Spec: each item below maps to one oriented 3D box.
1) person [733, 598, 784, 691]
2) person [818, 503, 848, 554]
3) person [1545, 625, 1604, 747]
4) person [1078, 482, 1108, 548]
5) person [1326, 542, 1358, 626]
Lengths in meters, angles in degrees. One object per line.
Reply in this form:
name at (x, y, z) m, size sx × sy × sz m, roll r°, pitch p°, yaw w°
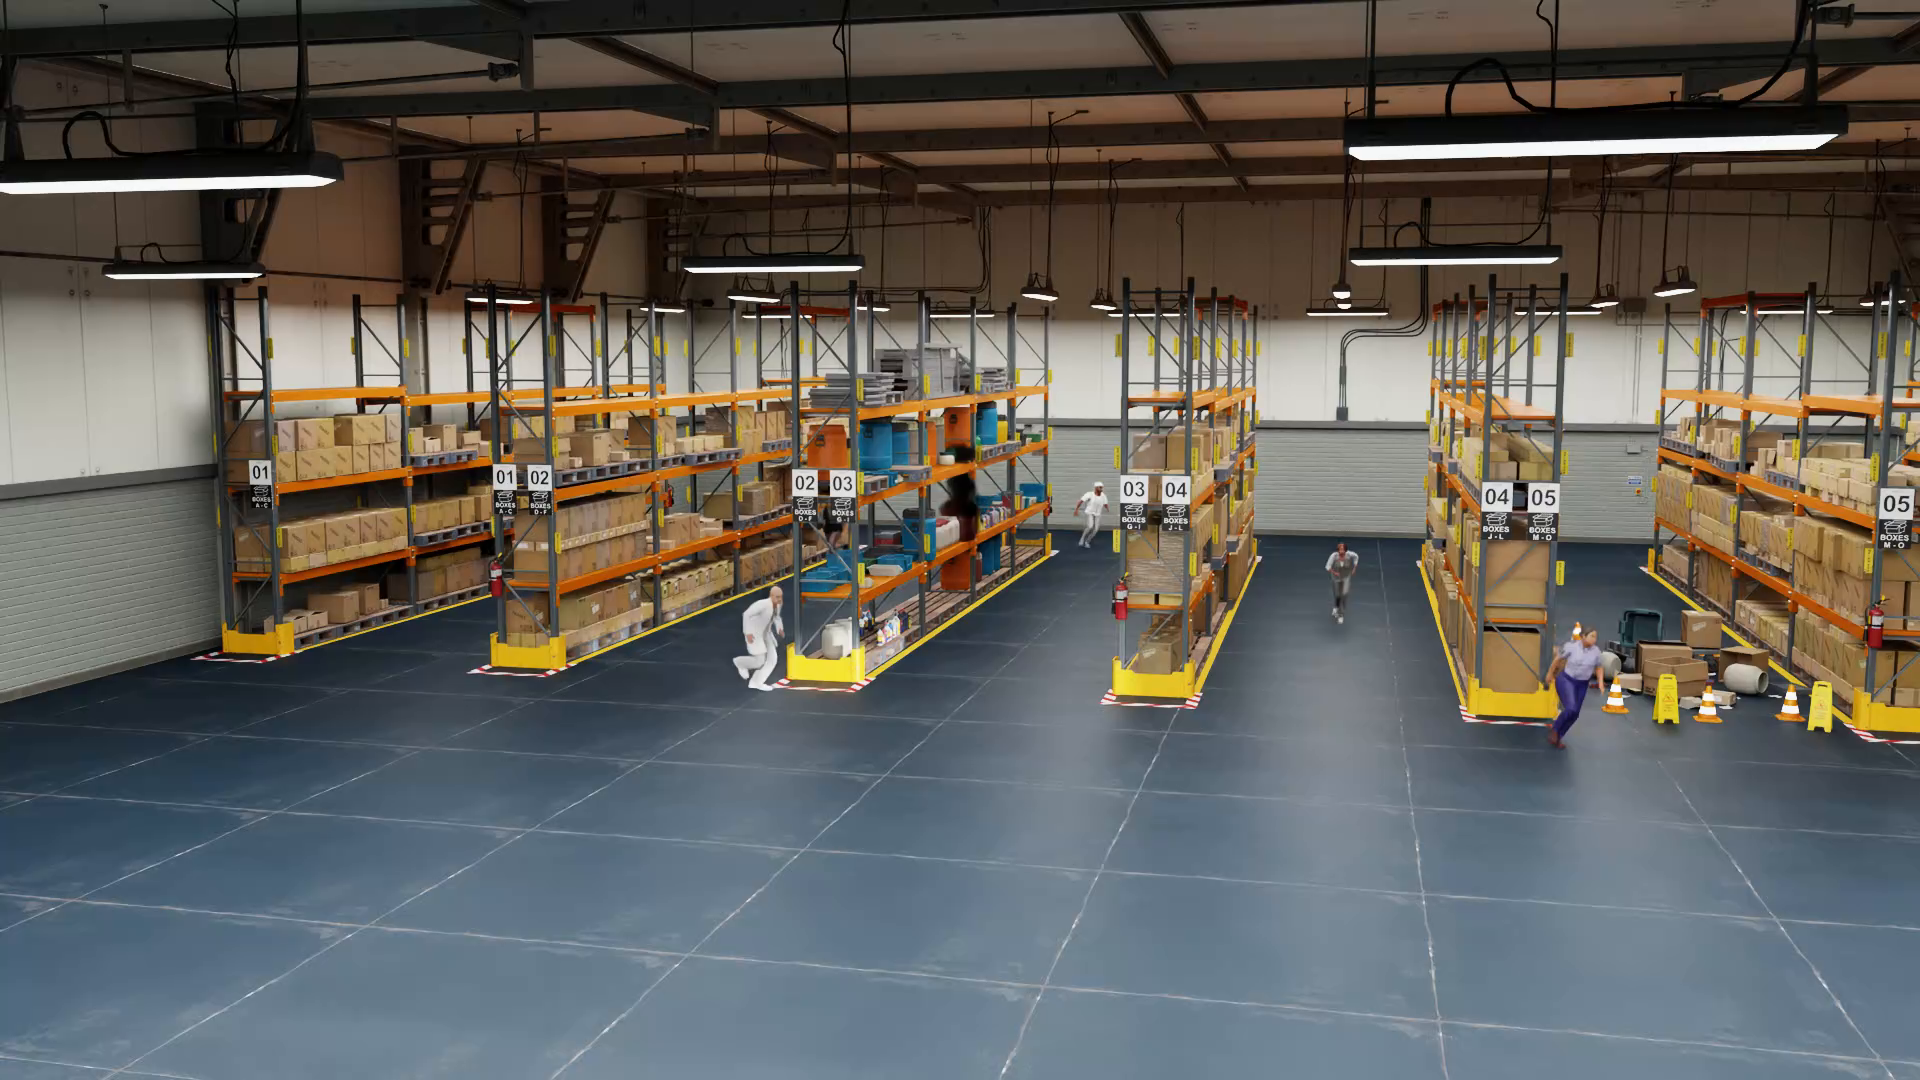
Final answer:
person at (-3.033, 1.510, 24.457) m, size 0.844 × 1.414 × 0.727 m, roll 5°, pitch 8°, yaw 37°
person at (-2.851, -0.199, 37.127) m, size 0.609 × 1.596 × 0.836 m, roll 2°, pitch 7°, yaw 19°
person at (7.702, 1.834, 20.803) m, size 0.613 × 1.584 × 0.720 m, roll -2°, pitch 7°, yaw -15°
person at (3.373, -0.630, 42.050) m, size 0.867 × 1.686 × 0.480 m, roll -4°, pitch 7°, yaw -29°
person at (6.988, 0.773, 30.517) m, size 0.586 × 1.545 × 0.899 m, roll 1°, pitch 7°, yaw 6°
